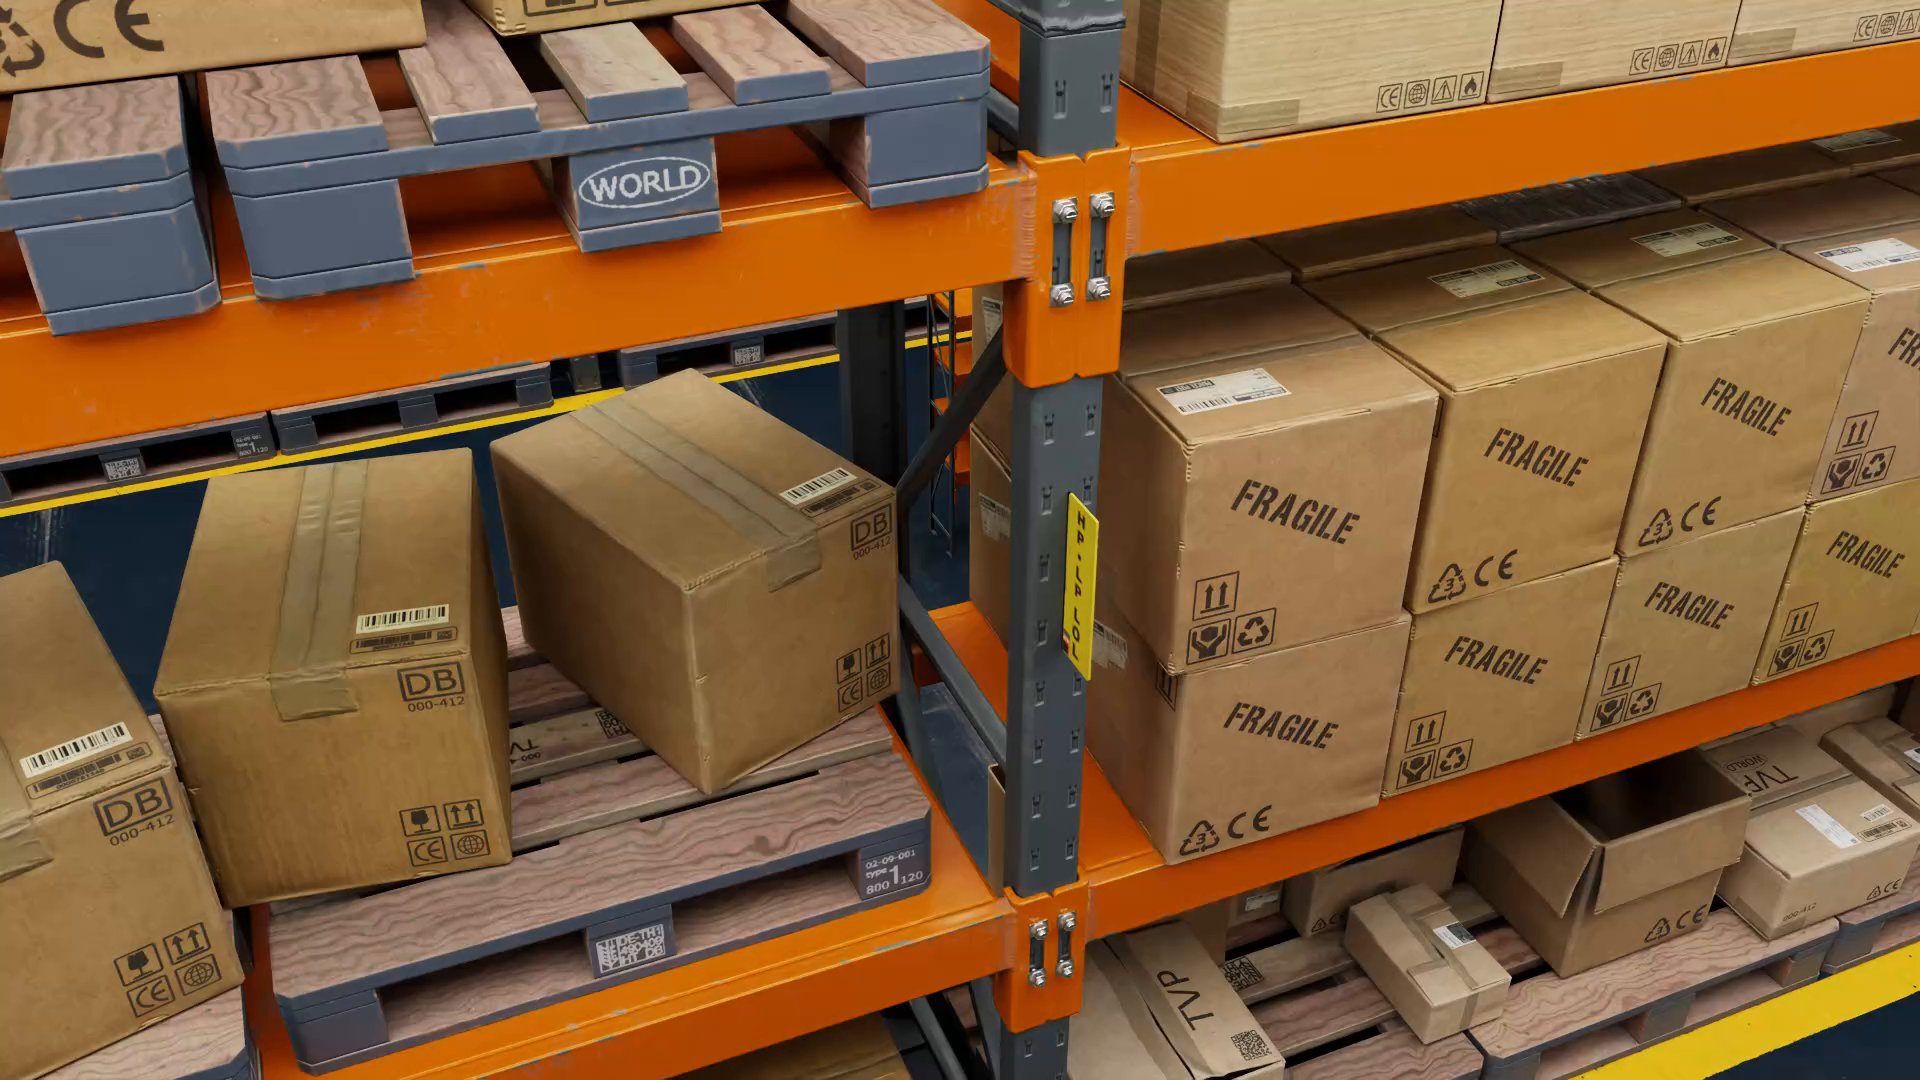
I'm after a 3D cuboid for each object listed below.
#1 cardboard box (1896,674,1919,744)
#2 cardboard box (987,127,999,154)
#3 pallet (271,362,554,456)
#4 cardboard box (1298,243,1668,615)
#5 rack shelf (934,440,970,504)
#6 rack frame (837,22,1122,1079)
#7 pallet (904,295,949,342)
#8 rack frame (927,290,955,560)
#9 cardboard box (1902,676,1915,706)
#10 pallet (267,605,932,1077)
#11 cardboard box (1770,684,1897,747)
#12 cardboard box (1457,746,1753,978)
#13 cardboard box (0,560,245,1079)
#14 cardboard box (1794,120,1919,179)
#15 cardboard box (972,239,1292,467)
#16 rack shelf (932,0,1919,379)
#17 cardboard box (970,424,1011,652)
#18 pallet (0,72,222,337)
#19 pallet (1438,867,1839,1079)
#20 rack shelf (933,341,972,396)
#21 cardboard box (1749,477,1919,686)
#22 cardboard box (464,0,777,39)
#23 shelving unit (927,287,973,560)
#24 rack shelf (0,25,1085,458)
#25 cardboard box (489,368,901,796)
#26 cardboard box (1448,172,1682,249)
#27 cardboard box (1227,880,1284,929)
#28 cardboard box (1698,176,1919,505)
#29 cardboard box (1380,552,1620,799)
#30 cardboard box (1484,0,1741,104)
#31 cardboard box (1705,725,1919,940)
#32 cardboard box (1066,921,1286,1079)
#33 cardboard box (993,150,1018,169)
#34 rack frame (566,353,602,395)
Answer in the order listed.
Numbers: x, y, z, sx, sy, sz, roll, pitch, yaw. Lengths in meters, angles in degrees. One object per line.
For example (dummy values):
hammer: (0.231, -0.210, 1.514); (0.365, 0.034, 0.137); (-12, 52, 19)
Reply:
cardboard box: (3.267, 0.547, 5.048); (0.500, 0.500, 0.500); (-13, 35, -19)
cardboard box: (0.014, -2.106, 8.549); (0.250, 0.149, 0.380); (-13, 35, -18)
pallet: (-2.619, -0.831, 7.834); (1.213, 0.211, 1.003); (-13, 35, -19)
cardboard box: (1.003, -0.239, 3.359); (0.500, 0.500, 0.500); (-14, 36, -20)
rack shelf: (0.153, -0.315, 6.621); (0.480, 0.148, 0.258); (-13, 35, -19)
rack frame: (-0.015, 0.289, 3.555); (0.127, 3.000, 1.000); (-13, 35, -19)
pallet: (-0.079, -1.413, 8.728); (1.213, 0.211, 1.003); (-13, 35, -19)
rack frame: (-0.072, -0.486, 6.397); (0.015, 1.200, 0.240); (-13, 35, -19)
cardboard box: (3.153, 0.371, 5.640); (0.250, 0.149, 0.380); (-13, 35, -19)
pallet: (-0.795, 0.483, 3.433); (1.213, 0.211, 1.003); (-13, 35, -19)
cardboard box: (2.600, 0.490, 5.364); (0.500, 0.250, 0.500); (-13, 35, -19)
cardboard box: (1.715, 0.752, 4.730); (0.637, 0.503, 0.797); (-13, 35, -19)
cardboard box: (-1.621, 0.475, 2.792); (0.500, 0.500, 0.700); (-23, 39, -31)
cardboard box: (2.219, -0.838, 4.279); (0.500, 0.500, 0.500); (-12, 35, -18)
cardboard box: (0.351, -0.409, 3.619); (0.500, 0.500, 0.500); (-13, 35, -19)
rack shelf: (1.829, -1.089, 3.582); (4.000, 0.370, 1.077); (-13, 35, -19)
cardboard box: (0.346, 0.013, 3.888); (0.500, 0.500, 0.500); (-12, 35, -18)
pallet: (-1.599, -0.566, 2.292); (1.003, 0.211, 1.213); (-13, 35, -19)
pallet: (1.745, 1.054, 4.937); (1.213, 0.211, 1.003); (-13, 35, -19)
rack shelf: (0.153, -0.669, 6.391); (0.480, 0.148, 0.258); (-13, 35, -19)
cardboard box: (1.961, -0.046, 3.978); (0.500, 0.500, 0.500); (-13, 35, -20)
cardboard box: (-0.508, -1.159, 2.462); (0.600, 0.600, 0.600); (-16, 36, -23)
shelving unit: (0.153, -0.538, 6.476); (0.503, 1.200, 0.258); (-13, 35, -19)
rack shelf: (-1.860, -0.244, 2.284); (4.000, 0.370, 1.077); (-13, 35, -19)
cardboard box: (-0.539, 0.059, 3.433); (0.500, 0.500, 0.700); (-26, 41, -34)
cardboard box: (1.287, -0.625, 3.951); (0.500, 0.500, 0.500); (-13, 35, -19)
cardboard box: (0.723, 0.927, 4.785); (0.250, 0.149, 0.380); (-13, 35, -19)
cardboard box: (1.953, -0.457, 3.693); (0.500, 0.500, 0.500); (-12, 35, -17)
cardboard box: (1.031, 0.167, 3.651); (0.500, 0.500, 0.500); (-12, 35, -18)
cardboard box: (0.991, -0.987, 2.904); (0.500, 0.250, 0.500); (-13, 35, -19)
cardboard box: (2.379, 0.837, 4.831); (0.500, 0.250, 0.500); (-13, 35, -19)
cardboard box: (0.455, 1.252, 4.138); (0.500, 0.311, 0.500); (-13, 35, -19)
cardboard box: (0.220, -1.764, 8.617); (0.500, 0.500, 0.700); (-14, 36, -20)
rack frame: (-1.937, -2.201, 7.382); (0.127, 3.000, 1.000); (-13, 35, -19)
